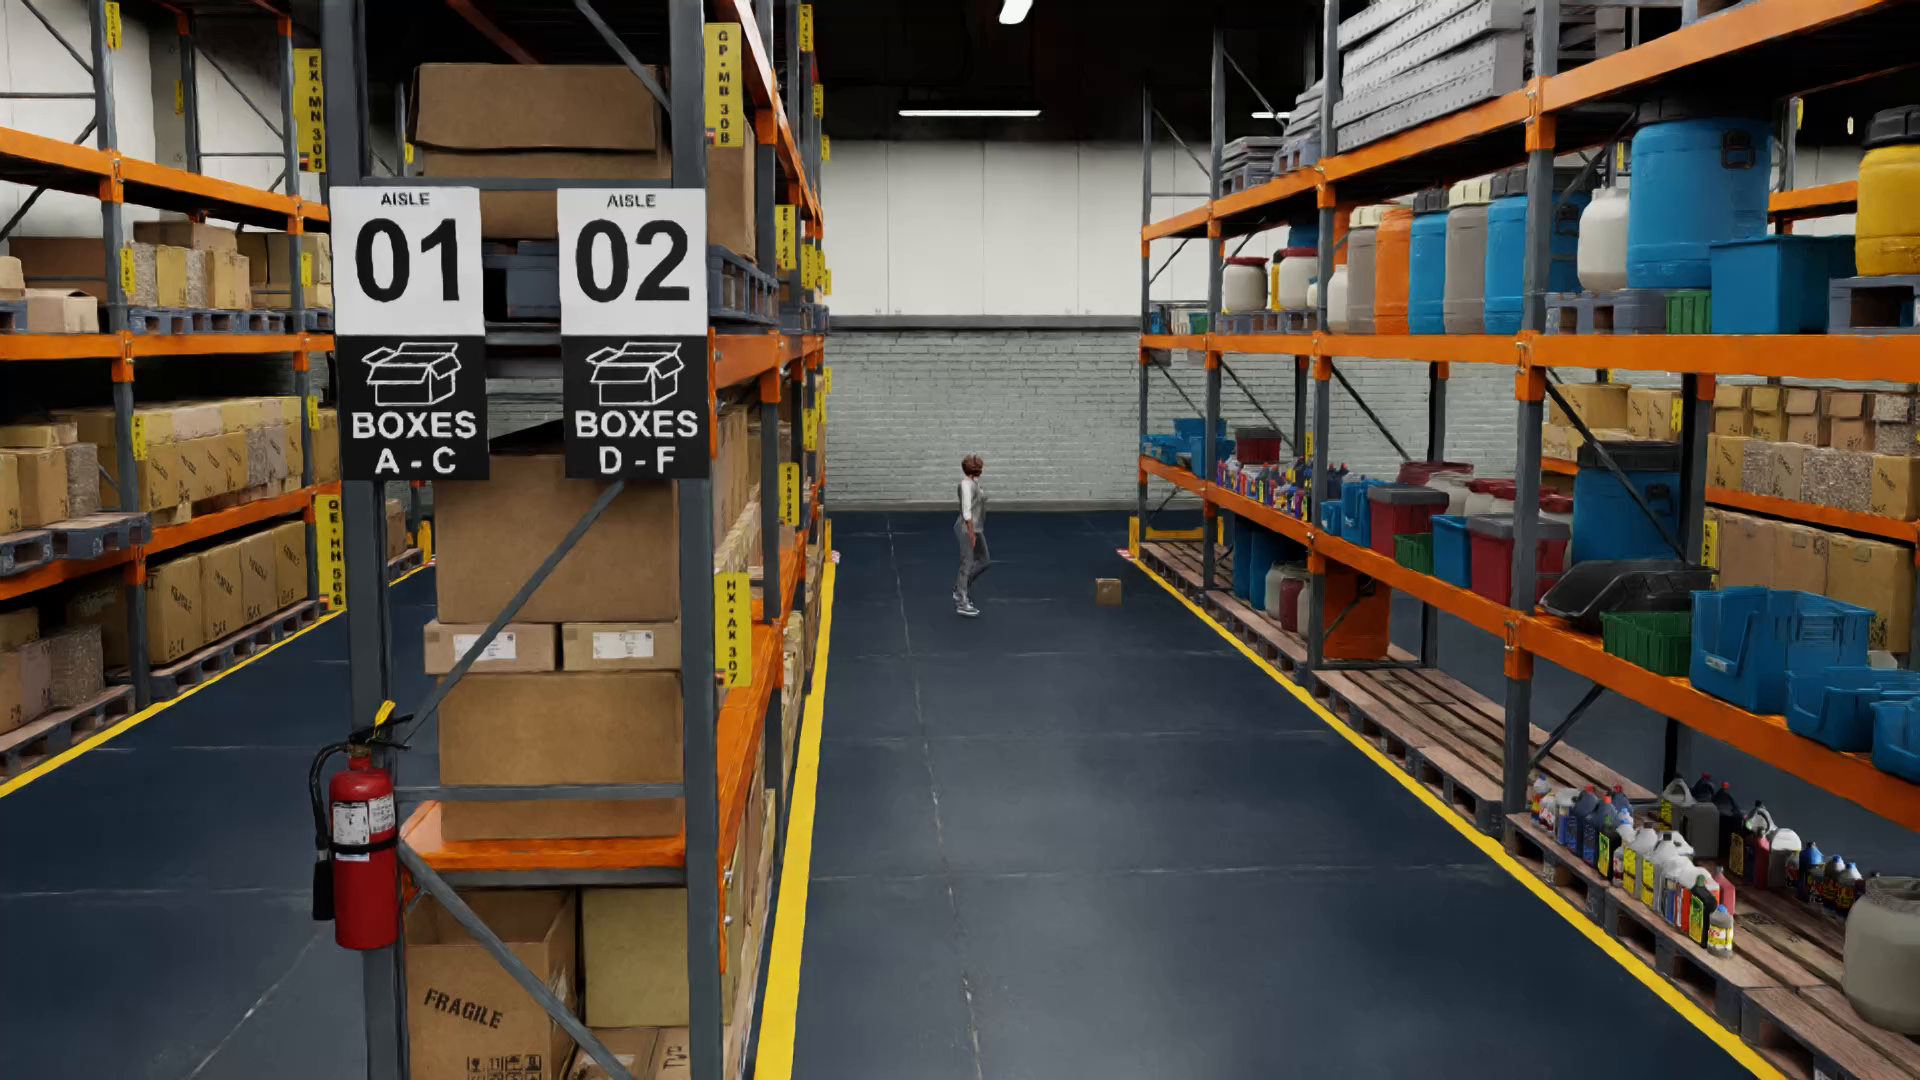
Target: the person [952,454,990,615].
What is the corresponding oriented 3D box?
[{"bbox_3d":[0.070,-0.067,16.723,0.380,1.590,0.470,2,7,17],"label":"person"}]
